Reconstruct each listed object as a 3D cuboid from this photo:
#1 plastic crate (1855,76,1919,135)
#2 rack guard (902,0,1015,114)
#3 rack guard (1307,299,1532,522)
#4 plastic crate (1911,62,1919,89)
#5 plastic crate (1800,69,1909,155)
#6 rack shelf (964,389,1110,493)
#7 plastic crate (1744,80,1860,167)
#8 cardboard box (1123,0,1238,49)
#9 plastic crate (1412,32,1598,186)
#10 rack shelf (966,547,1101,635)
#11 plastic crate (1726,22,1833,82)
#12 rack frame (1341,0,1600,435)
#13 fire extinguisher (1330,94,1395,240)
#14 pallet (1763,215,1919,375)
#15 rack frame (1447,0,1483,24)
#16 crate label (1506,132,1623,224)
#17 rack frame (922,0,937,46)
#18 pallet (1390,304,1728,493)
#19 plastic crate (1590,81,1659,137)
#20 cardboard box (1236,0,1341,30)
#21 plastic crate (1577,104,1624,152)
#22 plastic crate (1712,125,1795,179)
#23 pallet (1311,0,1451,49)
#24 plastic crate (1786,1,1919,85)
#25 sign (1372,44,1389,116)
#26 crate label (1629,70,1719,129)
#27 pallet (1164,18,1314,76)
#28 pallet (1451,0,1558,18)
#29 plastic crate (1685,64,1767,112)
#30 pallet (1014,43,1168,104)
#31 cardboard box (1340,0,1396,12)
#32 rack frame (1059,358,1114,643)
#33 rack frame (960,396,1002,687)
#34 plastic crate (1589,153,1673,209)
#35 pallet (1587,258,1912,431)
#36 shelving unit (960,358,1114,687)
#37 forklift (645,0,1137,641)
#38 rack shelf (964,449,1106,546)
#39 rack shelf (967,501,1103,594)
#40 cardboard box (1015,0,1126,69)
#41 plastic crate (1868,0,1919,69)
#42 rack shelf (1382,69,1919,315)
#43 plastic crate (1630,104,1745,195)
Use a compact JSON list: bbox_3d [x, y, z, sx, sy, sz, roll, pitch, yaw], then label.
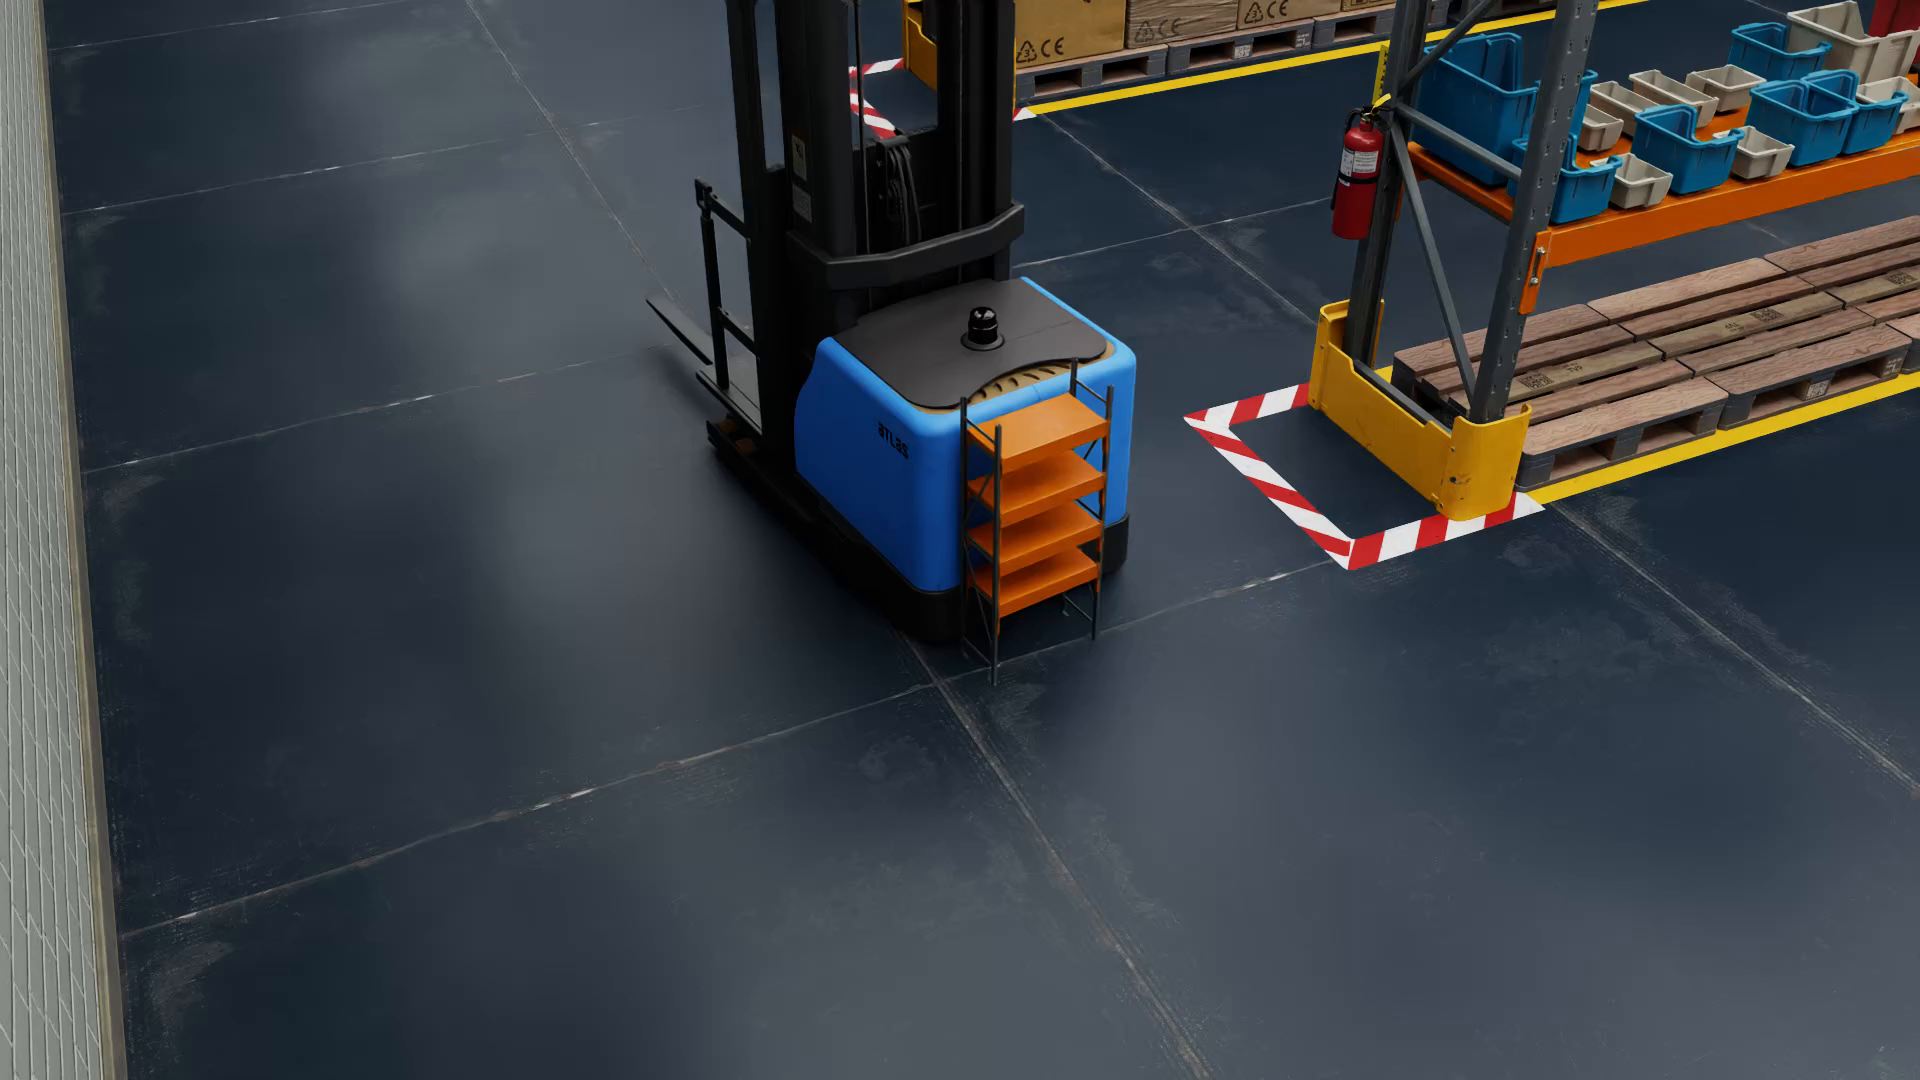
[{"bbox_3d":[4.276,-1.973,7.563,0.466,0.136,0.293,-16,39,-20],"label":"plastic crate"},{"bbox_3d":[-0.022,-3.306,11.288,0.348,0.500,1.175,-16,39,-20],"label":"rack guard"},{"bbox_3d":[2.088,-0.628,7.677,0.348,0.500,1.175,-16,39,-20],"label":"rack guard"},{"bbox_3d":[4.826,-2.143,7.802,0.590,0.125,0.437,-16,39,-20],"label":"plastic crate"},{"bbox_3d":[3.931,-1.896,7.379,0.300,0.233,0.416,-16,39,-20],"label":"plastic crate"},{"bbox_3d":[0.278,-0.366,6.077,0.480,0.148,0.258,-21,42,-26],"label":"rack shelf"},{"bbox_3d":[3.659,-1.820,7.276,0.300,0.233,0.416,-16,39,-20],"label":"plastic crate"},{"bbox_3d":[1.369,-4.067,11.646,0.875,0.875,0.875,-16,39,-20],"label":"cardboard box"},{"bbox_3d":[2.328,-1.869,7.172,0.499,0.435,0.616,-16,39,-20],"label":"plastic crate"},{"bbox_3d":[0.277,0.162,6.470,0.480,0.148,0.258,-21,42,-26],"label":"rack shelf"},{"bbox_3d":[3.854,-2.260,7.869,0.300,0.233,0.416,-16,39,-20],"label":"plastic crate"},{"bbox_3d":[2.104,-1.645,6.950,0.127,3.000,1.000,-16,39,-20],"label":"rack frame"},{"bbox_3d":[1.774,-1.671,7.363,0.183,0.674,0.296,-16,39,-20],"label":"fire extinguisher"},{"bbox_3d":[5.076,-1.331,8.867,1.213,0.211,1.003,-16,39,-20],"label":"pallet"},{"bbox_3d":[3.621,-5.329,11.916,0.127,3.000,1.000,-16,39,-20],"label":"rack frame"},{"bbox_3d":[2.467,-1.487,6.827,0.303,0.233,0.416,-16,39,-20],"label":"crate label"},{"bbox_3d":[0.000,-4.316,10.551,0.127,3.000,1.000,-16,39,-20],"label":"rack frame"},{"bbox_3d":[2.867,-0.713,8.034,1.213,0.211,1.003,-16,39,-20],"label":"pallet"},{"bbox_3d":[3.034,-1.933,7.509,0.243,0.136,0.396,-16,39,-20],"label":"plastic crate"},{"bbox_3d":[2.174,-4.292,11.950,0.875,0.875,0.875,-16,39,-20],"label":"cardboard box"},{"bbox_3d":[2.765,-1.867,7.421,0.243,0.136,0.396,-16,39,-20],"label":"plastic crate"},{"bbox_3d":[3.407,-1.657,7.136,0.298,0.136,0.250,-16,39,-20],"label":"plastic crate"},{"bbox_3d":[2.899,-4.058,12.544,1.213,0.211,1.003,-16,39,-20],"label":"pallet"},{"bbox_3d":[4.264,-2.347,7.945,0.530,0.282,0.437,-16,39,-20],"label":"plastic crate"},{"bbox_3d":[1.856,-2.003,7.296,0.005,0.325,0.100,-16,39,-20],"label":"sign"},{"bbox_3d":[3.276,-2.017,7.622,0.243,0.136,0.396,-16,39,-20],"label":"crate label"},{"bbox_3d":[1.793,-3.747,12.125,1.213,0.211,1.003,-16,39,-20],"label":"pallet"},{"bbox_3d":[4.287,-4.445,13.065,1.213,0.211,1.003,-16,39,-20],"label":"pallet"},{"bbox_3d":[3.536,-2.102,7.736,0.250,0.136,0.298,-16,39,-20],"label":"plastic crate"},{"bbox_3d":[0.690,-3.441,11.712,1.213,0.211,1.003,-16,39,-20],"label":"pallet"},{"bbox_3d":[2.989,-4.520,12.257,0.875,0.875,0.875,-16,39,-20],"label":"cardboard box"},{"bbox_3d":[0.482,-0.130,6.418,0.015,1.200,0.240,-21,42,-26],"label":"rack frame"},{"bbox_3d":[0.073,0.028,6.204,0.015,1.200,0.240,-21,42,-26],"label":"rack frame"},{"bbox_3d":[2.793,-1.485,6.905,0.298,0.136,0.250,-16,39,-20],"label":"plastic crate"},{"bbox_3d":[3.970,-1.019,8.447,1.213,0.211,1.003,-16,39,-20],"label":"pallet"},{"bbox_3d":[0.278,-0.051,6.311,0.503,1.200,0.258,-21,42,-26],"label":"shelving unit"},{"bbox_3d":[-0.521,-1.619,6.972,1.130,2.935,3.031,-21,42,-26],"label":"forklift"},{"bbox_3d":[0.278,-0.176,6.218,0.480,0.148,0.258,-21,42,-26],"label":"rack shelf"},{"bbox_3d":[0.278,0.003,6.351,0.480,0.148,0.258,-21,42,-26],"label":"rack shelf"},{"bbox_3d":[0.545,-3.837,11.336,0.875,0.875,0.875,-16,39,-20],"label":"cardboard box"},{"bbox_3d":[4.810,-2.617,8.156,0.583,0.464,0.402,-16,39,-20],"label":"plastic crate"},{"bbox_3d":[3.915,-1.862,7.847,4.000,0.370,1.077,-16,39,-20],"label":"rack shelf"},{"bbox_3d":[3.063,-1.654,7.052,0.300,0.233,0.416,-16,39,-20],"label":"plastic crate"}]
